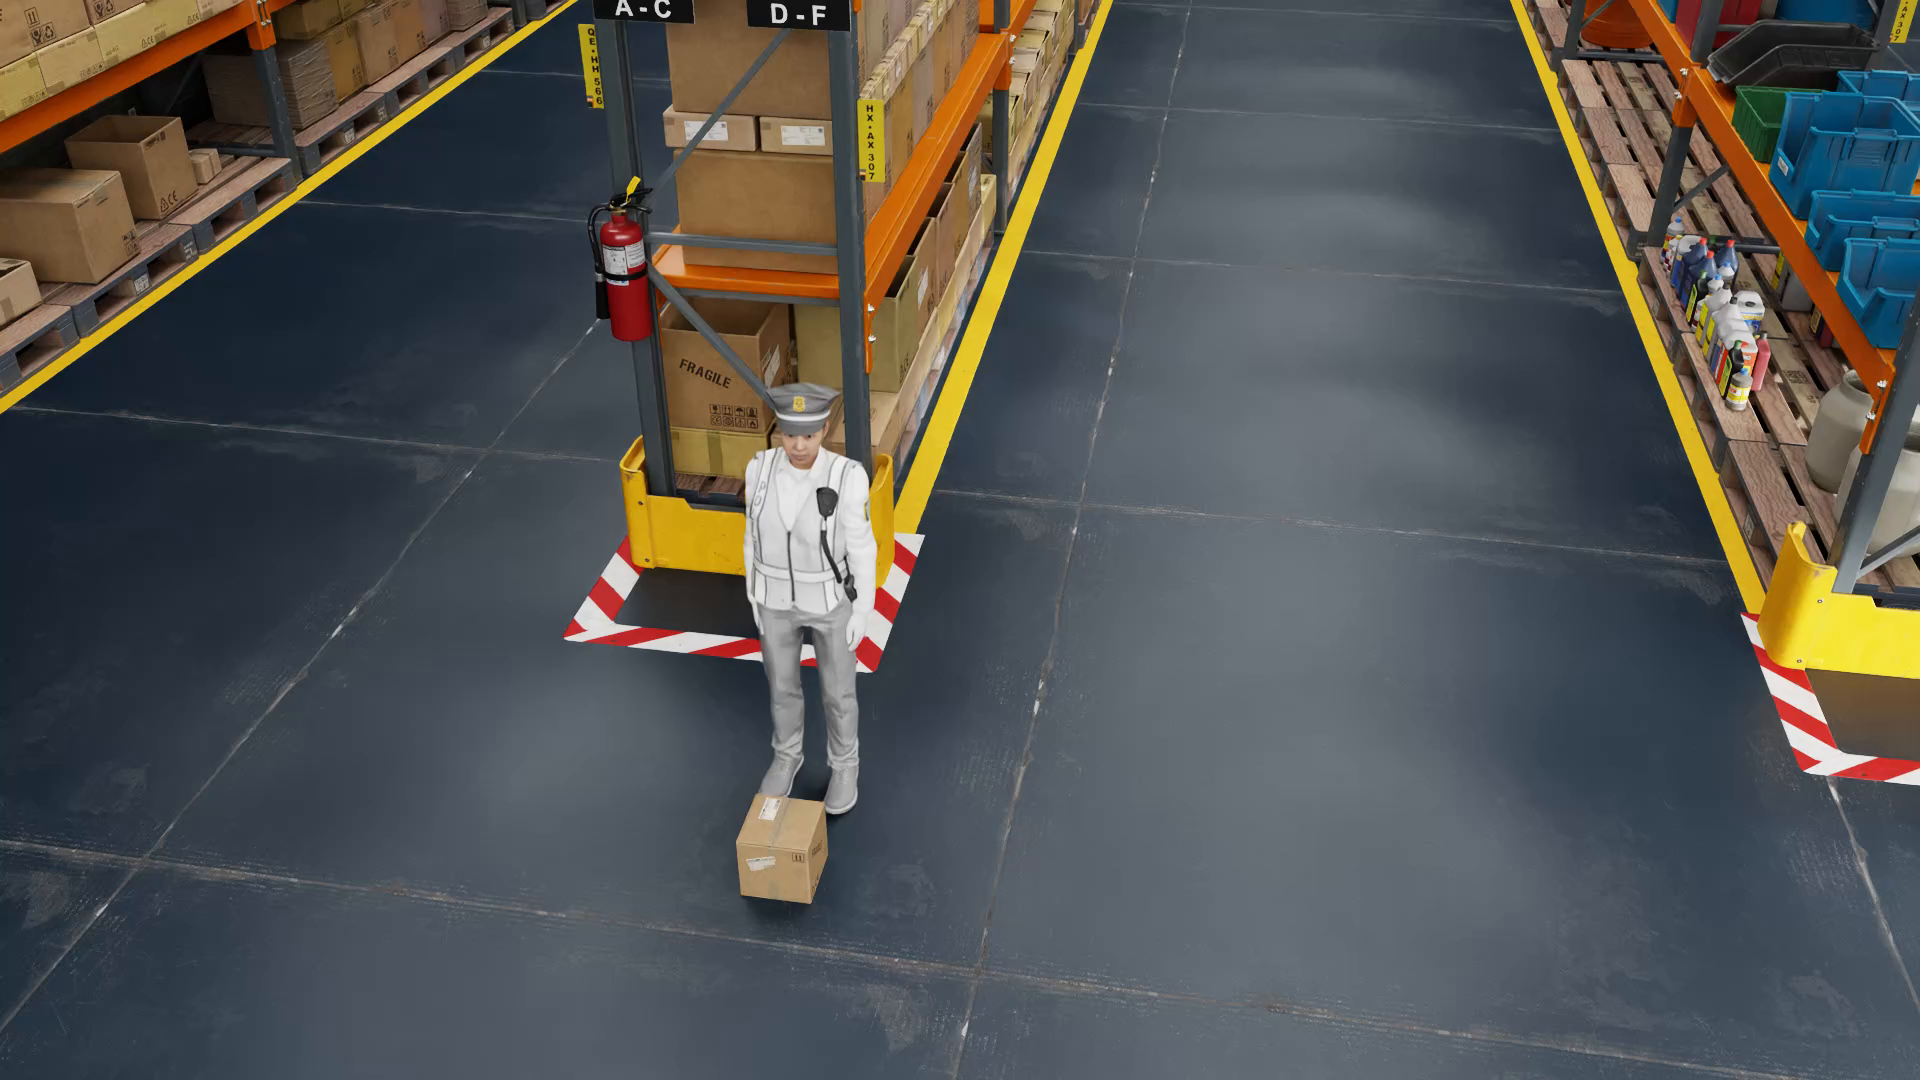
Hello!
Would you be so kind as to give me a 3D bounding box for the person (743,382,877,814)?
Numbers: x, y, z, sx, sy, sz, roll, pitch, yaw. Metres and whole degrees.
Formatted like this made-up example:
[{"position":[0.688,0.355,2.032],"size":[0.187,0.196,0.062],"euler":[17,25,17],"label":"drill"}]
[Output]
[{"position":[-0.520,0.219,5.780],"size":[0.467,1.697,0.346],"euler":[6,33,9],"label":"person"}]
